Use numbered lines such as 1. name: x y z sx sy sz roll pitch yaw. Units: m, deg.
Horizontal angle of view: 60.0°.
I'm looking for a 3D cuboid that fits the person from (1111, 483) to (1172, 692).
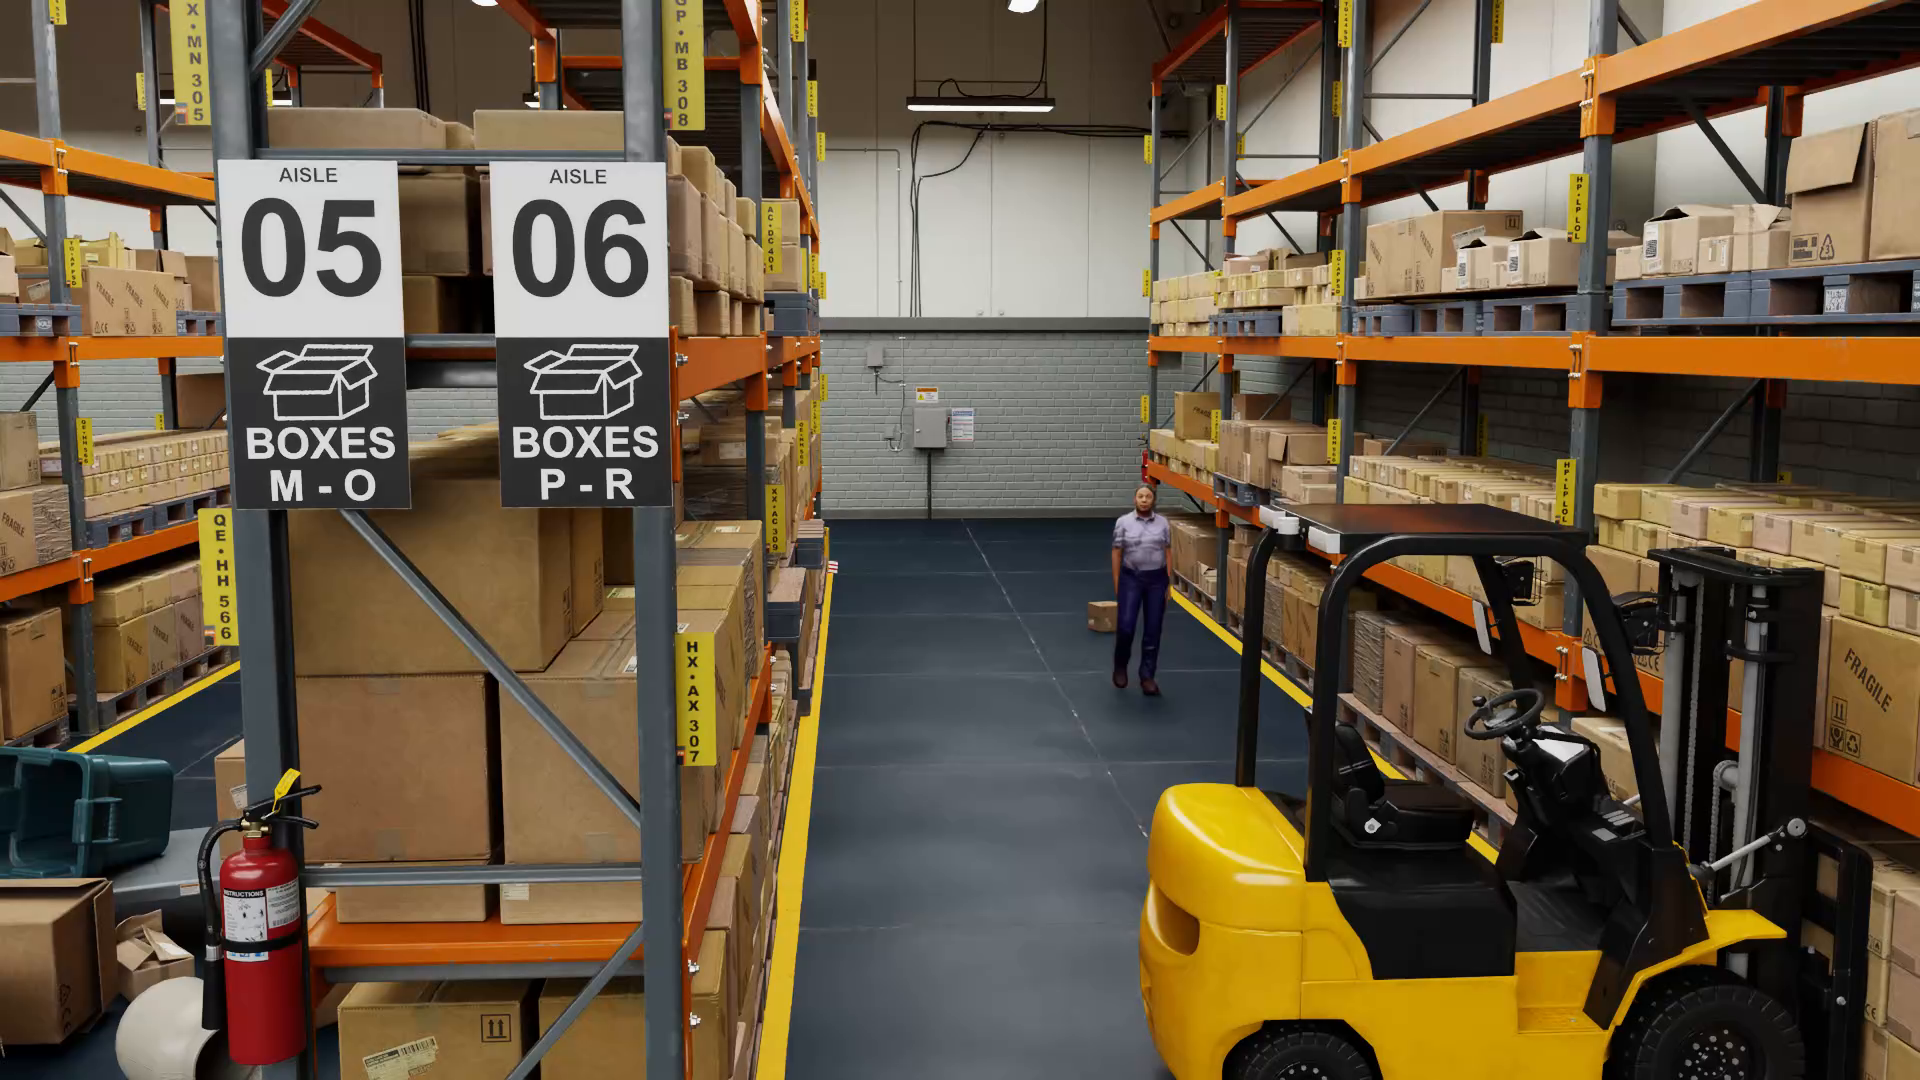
1. person: 1.441 0.373 13.116 0.475 1.649 0.454 -1 7 -6
